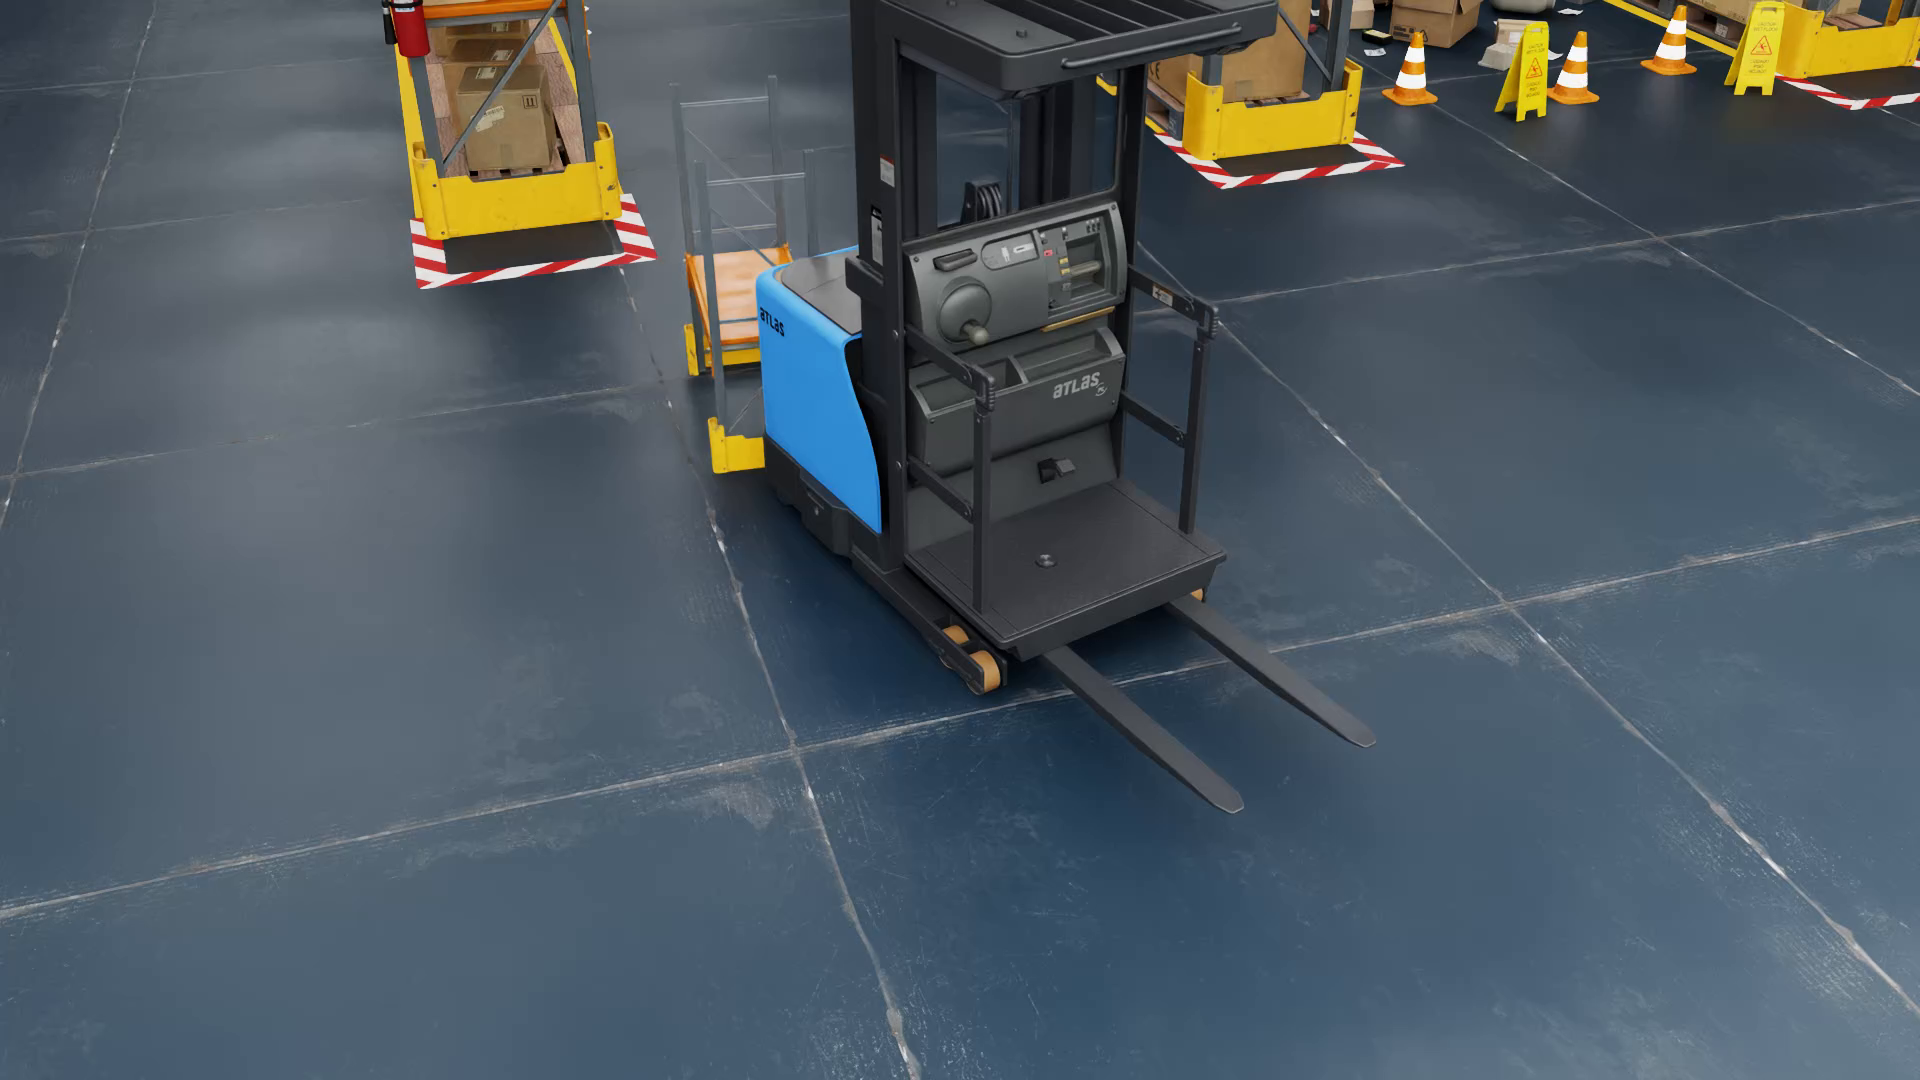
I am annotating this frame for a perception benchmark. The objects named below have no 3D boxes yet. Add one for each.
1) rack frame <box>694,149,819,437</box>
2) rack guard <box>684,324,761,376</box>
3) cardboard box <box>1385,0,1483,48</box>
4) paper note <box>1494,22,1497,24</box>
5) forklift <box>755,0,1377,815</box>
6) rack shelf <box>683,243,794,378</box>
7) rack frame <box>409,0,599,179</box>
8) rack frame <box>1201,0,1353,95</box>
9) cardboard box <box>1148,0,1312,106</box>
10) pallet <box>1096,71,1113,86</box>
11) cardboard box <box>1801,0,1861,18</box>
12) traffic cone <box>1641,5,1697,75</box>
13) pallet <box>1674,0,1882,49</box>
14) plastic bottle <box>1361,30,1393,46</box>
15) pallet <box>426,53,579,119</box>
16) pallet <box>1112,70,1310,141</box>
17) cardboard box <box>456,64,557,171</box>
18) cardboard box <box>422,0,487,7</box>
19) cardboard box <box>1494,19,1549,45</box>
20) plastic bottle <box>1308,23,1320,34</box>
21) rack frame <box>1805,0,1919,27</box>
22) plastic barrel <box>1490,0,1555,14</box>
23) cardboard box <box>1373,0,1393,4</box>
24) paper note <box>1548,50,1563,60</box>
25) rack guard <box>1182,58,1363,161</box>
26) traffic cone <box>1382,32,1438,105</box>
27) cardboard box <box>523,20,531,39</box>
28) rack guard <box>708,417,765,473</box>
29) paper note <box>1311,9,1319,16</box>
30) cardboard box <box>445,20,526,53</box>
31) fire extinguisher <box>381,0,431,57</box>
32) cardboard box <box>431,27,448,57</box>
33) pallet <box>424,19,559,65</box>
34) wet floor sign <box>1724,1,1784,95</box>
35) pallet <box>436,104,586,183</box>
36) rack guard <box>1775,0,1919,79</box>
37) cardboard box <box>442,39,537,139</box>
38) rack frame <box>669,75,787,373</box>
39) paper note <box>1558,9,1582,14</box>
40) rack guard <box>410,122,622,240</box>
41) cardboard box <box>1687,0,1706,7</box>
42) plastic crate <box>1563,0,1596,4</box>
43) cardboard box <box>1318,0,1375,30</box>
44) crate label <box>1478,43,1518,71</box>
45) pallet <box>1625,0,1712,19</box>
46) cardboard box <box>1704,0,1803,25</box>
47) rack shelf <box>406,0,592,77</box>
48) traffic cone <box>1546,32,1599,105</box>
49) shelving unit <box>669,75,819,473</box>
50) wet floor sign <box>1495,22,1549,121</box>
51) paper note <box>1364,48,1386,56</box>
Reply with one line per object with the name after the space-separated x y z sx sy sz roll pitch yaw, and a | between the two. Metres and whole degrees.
-0.862 -0.984 7.379 0.500 1.500 0.032 -8 34 -12 | rack frame
-1.109 -1.006 8.545 0.587 0.250 0.087 -8 34 -12 | rack guard
3.830 -4.311 13.317 0.637 0.503 0.797 19 38 26 | cardboard box
4.476 -4.245 13.657 0.148 0.019 0.142 1 33 2 | paper note
0.345 -0.933 6.003 1.130 2.935 3.031 -20 38 -27 | forklift
-0.985 -1.106 7.890 0.538 0.185 1.000 -8 34 -12 | rack shelf
-2.661 -3.189 9.356 1.000 3.000 0.127 -10 35 -15 | rack frame
2.093 -3.970 10.538 1.000 3.000 0.127 -10 35 -15 | rack frame
1.824 -3.604 11.530 0.875 0.875 0.875 -10 35 -14 | cardboard box
1.406 -3.853 12.890 1.003 0.211 1.213 -10 35 -15 | pallet
6.794 -4.354 13.231 0.500 0.250 0.500 -10 35 -15 | cardboard box
5.417 -3.806 12.591 0.336 0.463 0.334 -10 35 -15 | traffic cone
6.539 -4.165 13.361 1.003 0.211 1.213 -10 35 -15 | pallet
3.307 -4.021 13.279 0.133 0.061 0.283 -23 40 -31 | plastic bottle
-3.267 -3.138 11.807 1.003 0.211 1.213 -10 35 -15 | pallet
1.775 -3.214 11.922 1.003 0.211 1.213 -10 35 -15 | pallet
-2.836 -2.652 10.430 0.500 0.500 0.500 -4 34 -6 | cardboard box
-2.945 -3.200 9.599 0.380 0.149 0.250 -10 35 -15 | cardboard box
4.453 -4.015 13.191 0.380 0.149 0.250 7 34 10 | cardboard box
2.778 -4.139 13.458 0.283 0.061 0.133 -23 40 -31 | plastic bottle
6.777 -4.856 11.878 1.000 3.000 0.127 -10 35 -15 | rack frame
4.705 -4.611 13.844 0.512 0.421 0.421 13 36 18 | plastic barrel
3.537 -4.857 14.021 0.797 0.637 0.503 -10 35 -15 | cardboard box
4.593 -3.779 12.941 0.148 0.019 0.142 -23 40 -31 | paper note
2.101 -2.915 11.208 1.175 0.500 0.348 -10 35 -15 | rack guard
3.284 -3.430 12.020 0.336 0.463 0.334 -10 35 -15 | traffic cone
-3.351 -3.593 11.853 0.500 0.500 0.500 -13 36 -19 | cardboard box
-0.866 -0.473 7.740 0.587 0.250 0.087 -8 34 -12 | rack guard
3.030 -4.423 13.923 0.172 0.023 0.155 1 33 2 | paper note
-3.223 -3.292 11.398 0.500 0.500 0.500 -7 34 -10 | cardboard box
-3.065 -3.020 9.169 0.296 0.674 0.183 -10 35 -15 | fire extinguisher
-3.615 -3.906 12.326 0.500 0.500 0.500 0 33 1 | cardboard box
-3.643 -3.779 12.778 1.003 0.211 1.213 -10 35 -15 | pallet
5.816 -3.594 12.104 0.267 0.644 0.232 1 33 2 | wet floor sign
-2.898 -2.498 10.839 1.003 0.211 1.213 -10 35 -15 | pallet
6.753 -3.853 12.627 1.175 0.500 0.348 -10 35 -15 | rack guard
-3.051 -2.960 10.896 0.500 0.500 0.500 -1 33 -2 | cardboard box
-1.109 -1.528 8.202 0.500 1.500 0.032 -8 34 -12 | rack frame
5.113 -4.429 13.926 0.142 0.019 0.148 -23 40 -31 | paper note
-2.684 -2.186 10.105 1.175 0.500 0.348 -10 35 -15 | rack guard
6.123 -4.536 13.507 0.500 0.250 0.500 -10 35 -15 | cardboard box
5.254 -4.776 14.405 0.402 0.080 0.583 -23 40 -31 | plastic crate
3.152 -4.337 13.573 0.396 0.266 0.258 -4 34 -6 | cardboard box
4.165 -3.708 12.737 0.298 0.136 0.250 27 42 34 | crate label
6.171 -4.804 14.329 1.003 0.211 1.213 -10 35 -15 | pallet
6.267 -4.276 13.113 0.500 0.250 0.500 -10 35 -15 | cardboard box
-3.271 -3.939 11.143 1.077 0.370 4.000 -10 35 -15 | rack shelf
4.464 -3.441 12.038 0.336 0.463 0.334 -10 35 -15 | traffic cone
-0.988 -1.261 7.798 0.587 1.500 1.083 -8 34 -12 | shelving unit
3.988 -3.306 11.668 0.267 0.644 0.232 -16 37 -23 | wet floor sign
3.245 -3.818 13.002 0.144 0.017 0.142 1 33 2 | paper note
